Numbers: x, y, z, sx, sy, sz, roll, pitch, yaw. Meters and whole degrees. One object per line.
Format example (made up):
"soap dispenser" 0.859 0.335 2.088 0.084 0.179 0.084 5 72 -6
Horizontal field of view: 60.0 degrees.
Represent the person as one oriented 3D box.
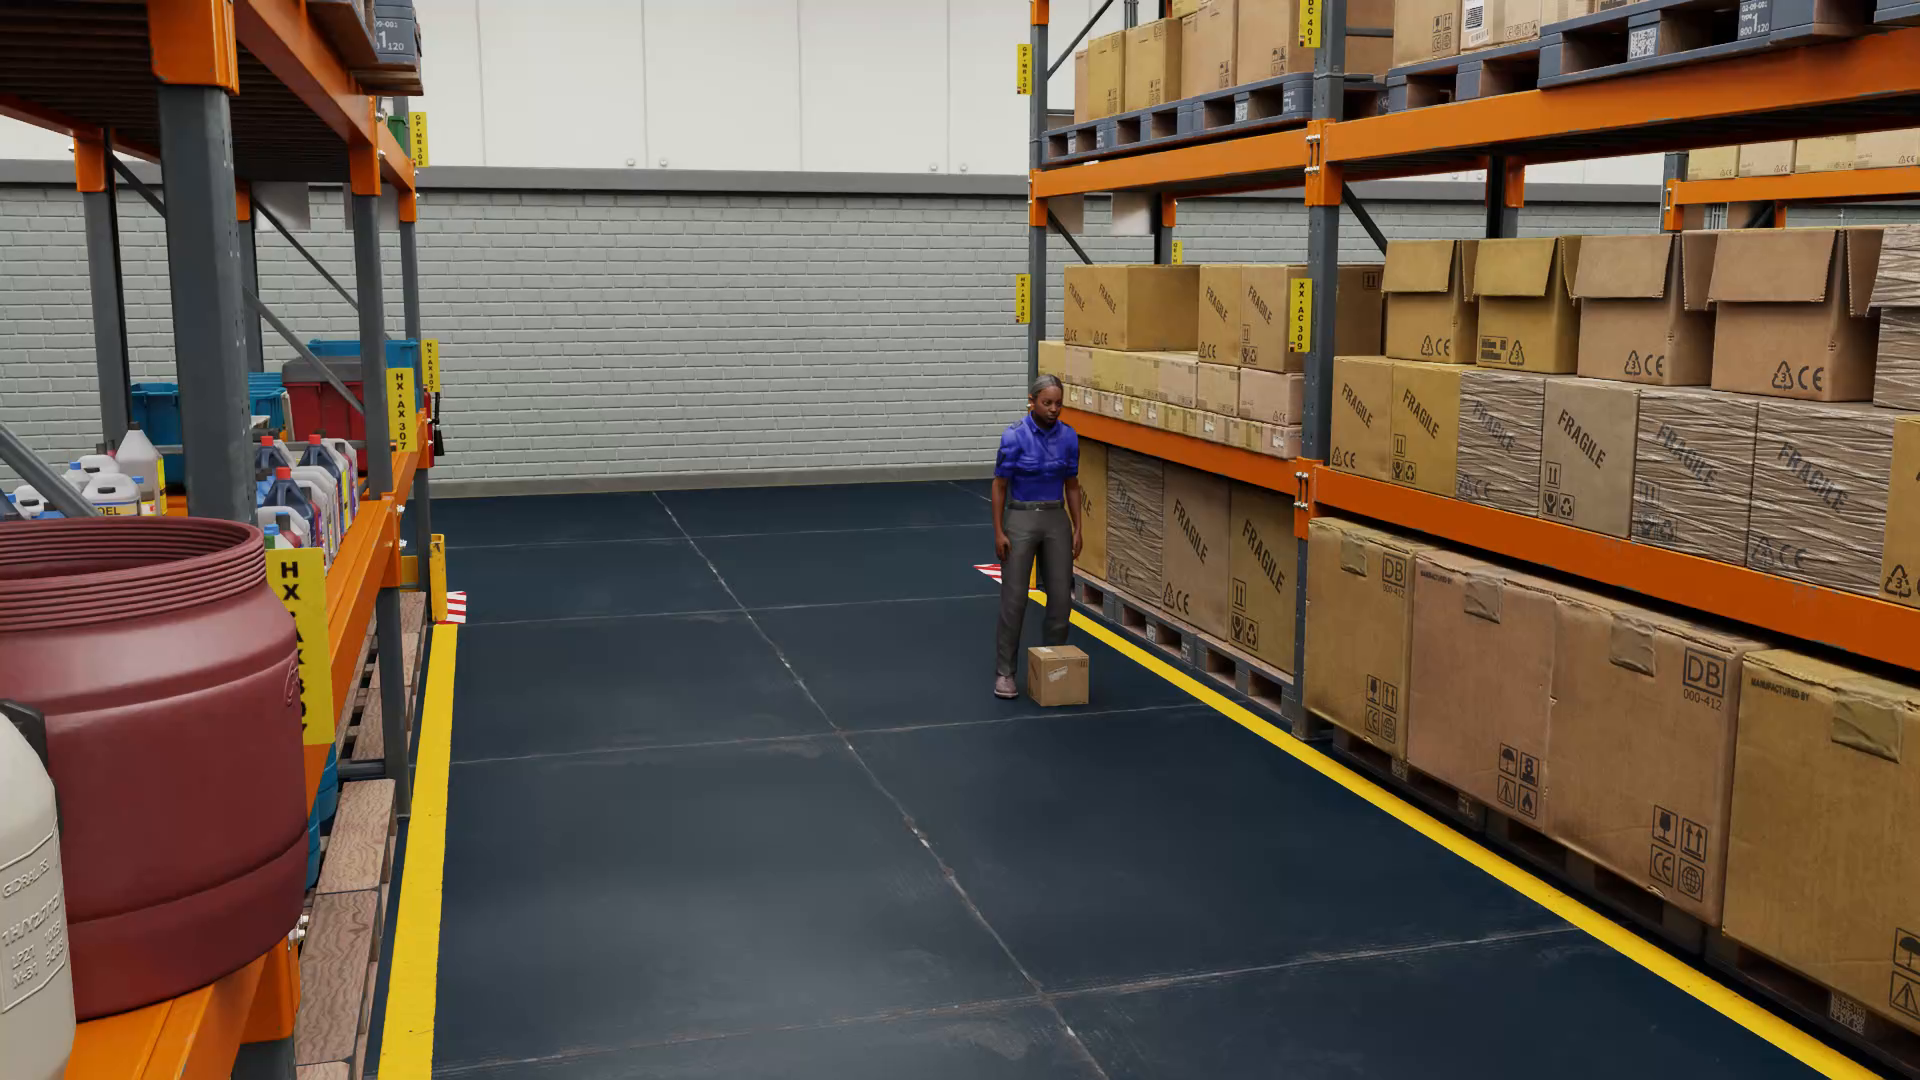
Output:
"person" 0.397 -0.034 8.603 0.508 1.654 0.346 -3 10 -18
